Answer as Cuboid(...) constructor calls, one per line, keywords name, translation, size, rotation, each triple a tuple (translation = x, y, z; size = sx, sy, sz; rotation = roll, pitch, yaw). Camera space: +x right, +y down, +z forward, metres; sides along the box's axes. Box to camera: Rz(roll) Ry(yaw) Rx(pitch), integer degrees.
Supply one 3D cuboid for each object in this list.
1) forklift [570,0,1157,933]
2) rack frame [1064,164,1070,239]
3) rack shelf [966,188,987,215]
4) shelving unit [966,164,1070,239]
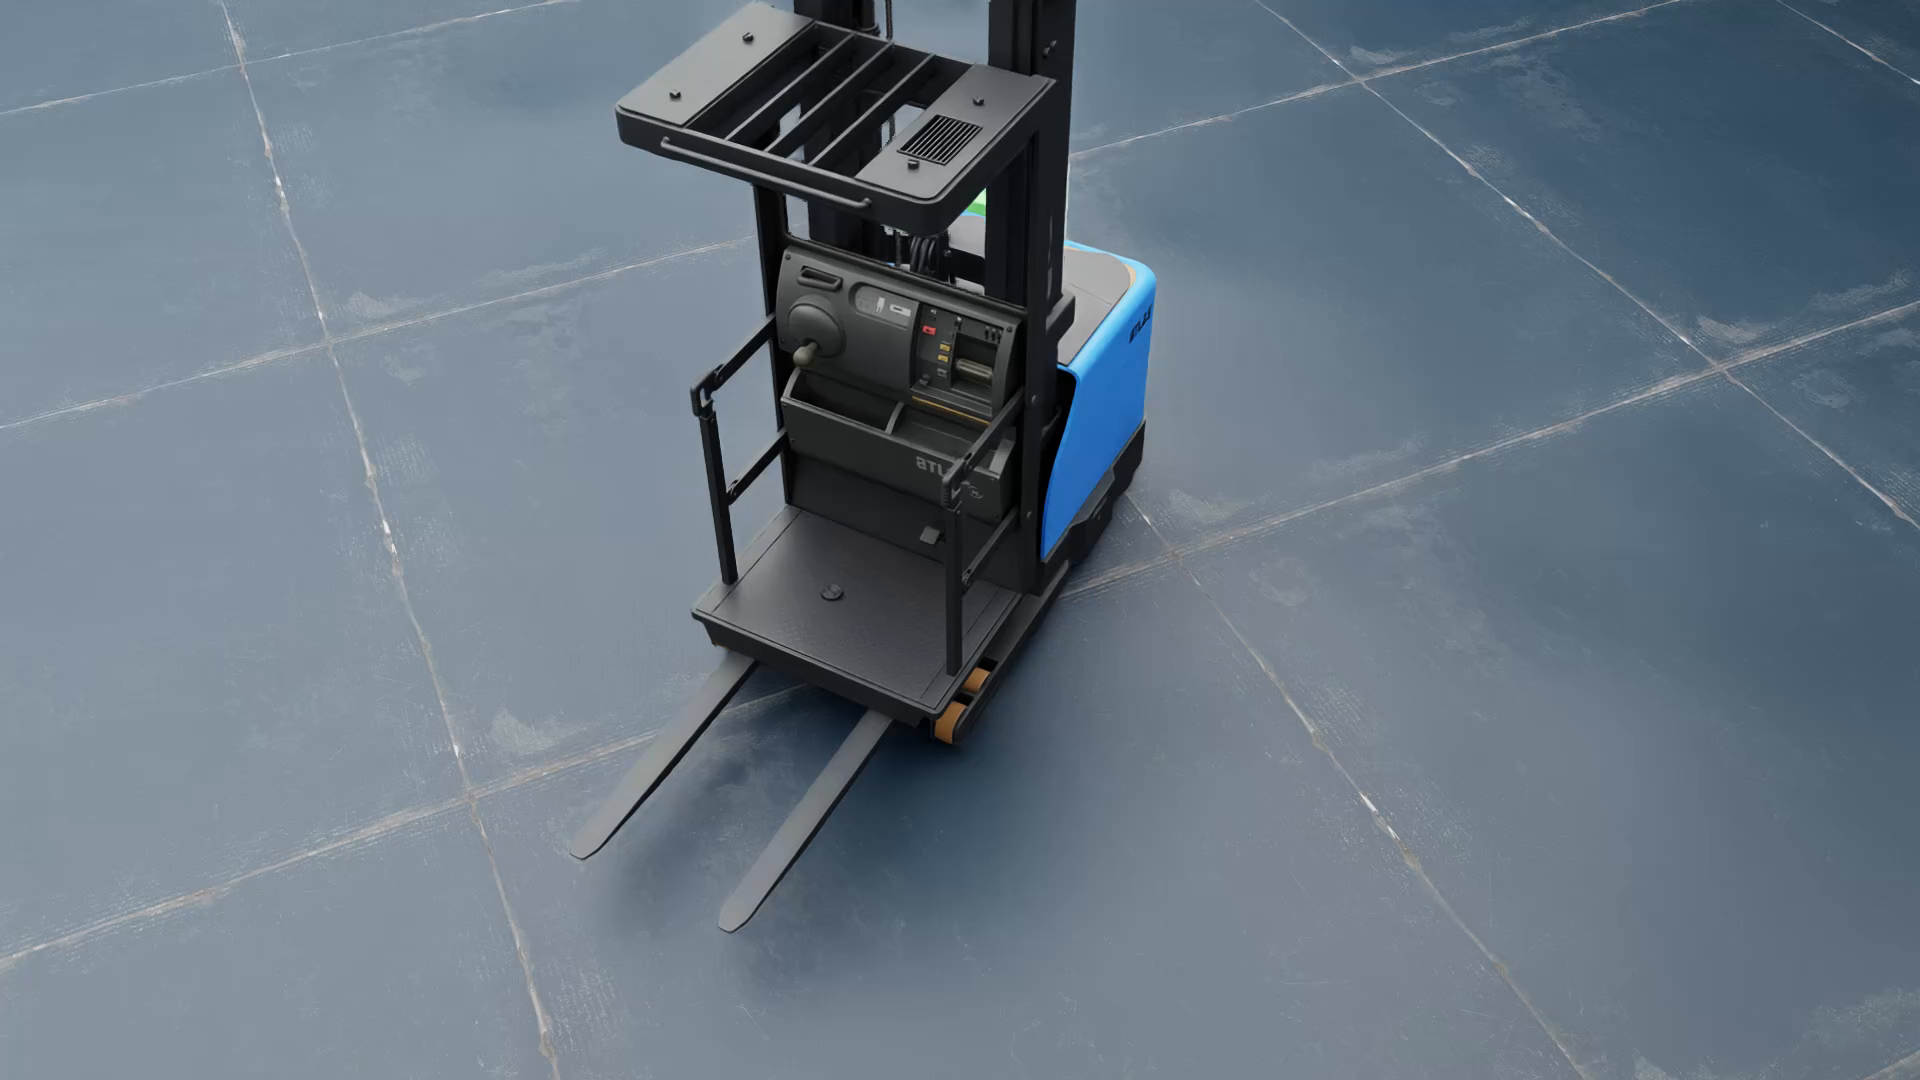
Cuboid(name="forklift", translation=(-0.332, -0.634, 5.675), size=(1.130, 2.935, 3.031), rotation=(21, 48, 20))
Cuboid(name="rack frame", translation=(0.412, -1.083, 7.361), size=(0.015, 1.200, 0.240), rotation=(16, 47, 16))
Cuboid(name="rack shelf", translation=(0.186, -1.443, 7.133), size=(0.480, 0.148, 0.258), rotation=(16, 47, 16))
Cuboid(name="shelving unit", translation=(0.186, -1.148, 7.427), size=(0.503, 1.200, 0.258), rotation=(16, 47, 16))
